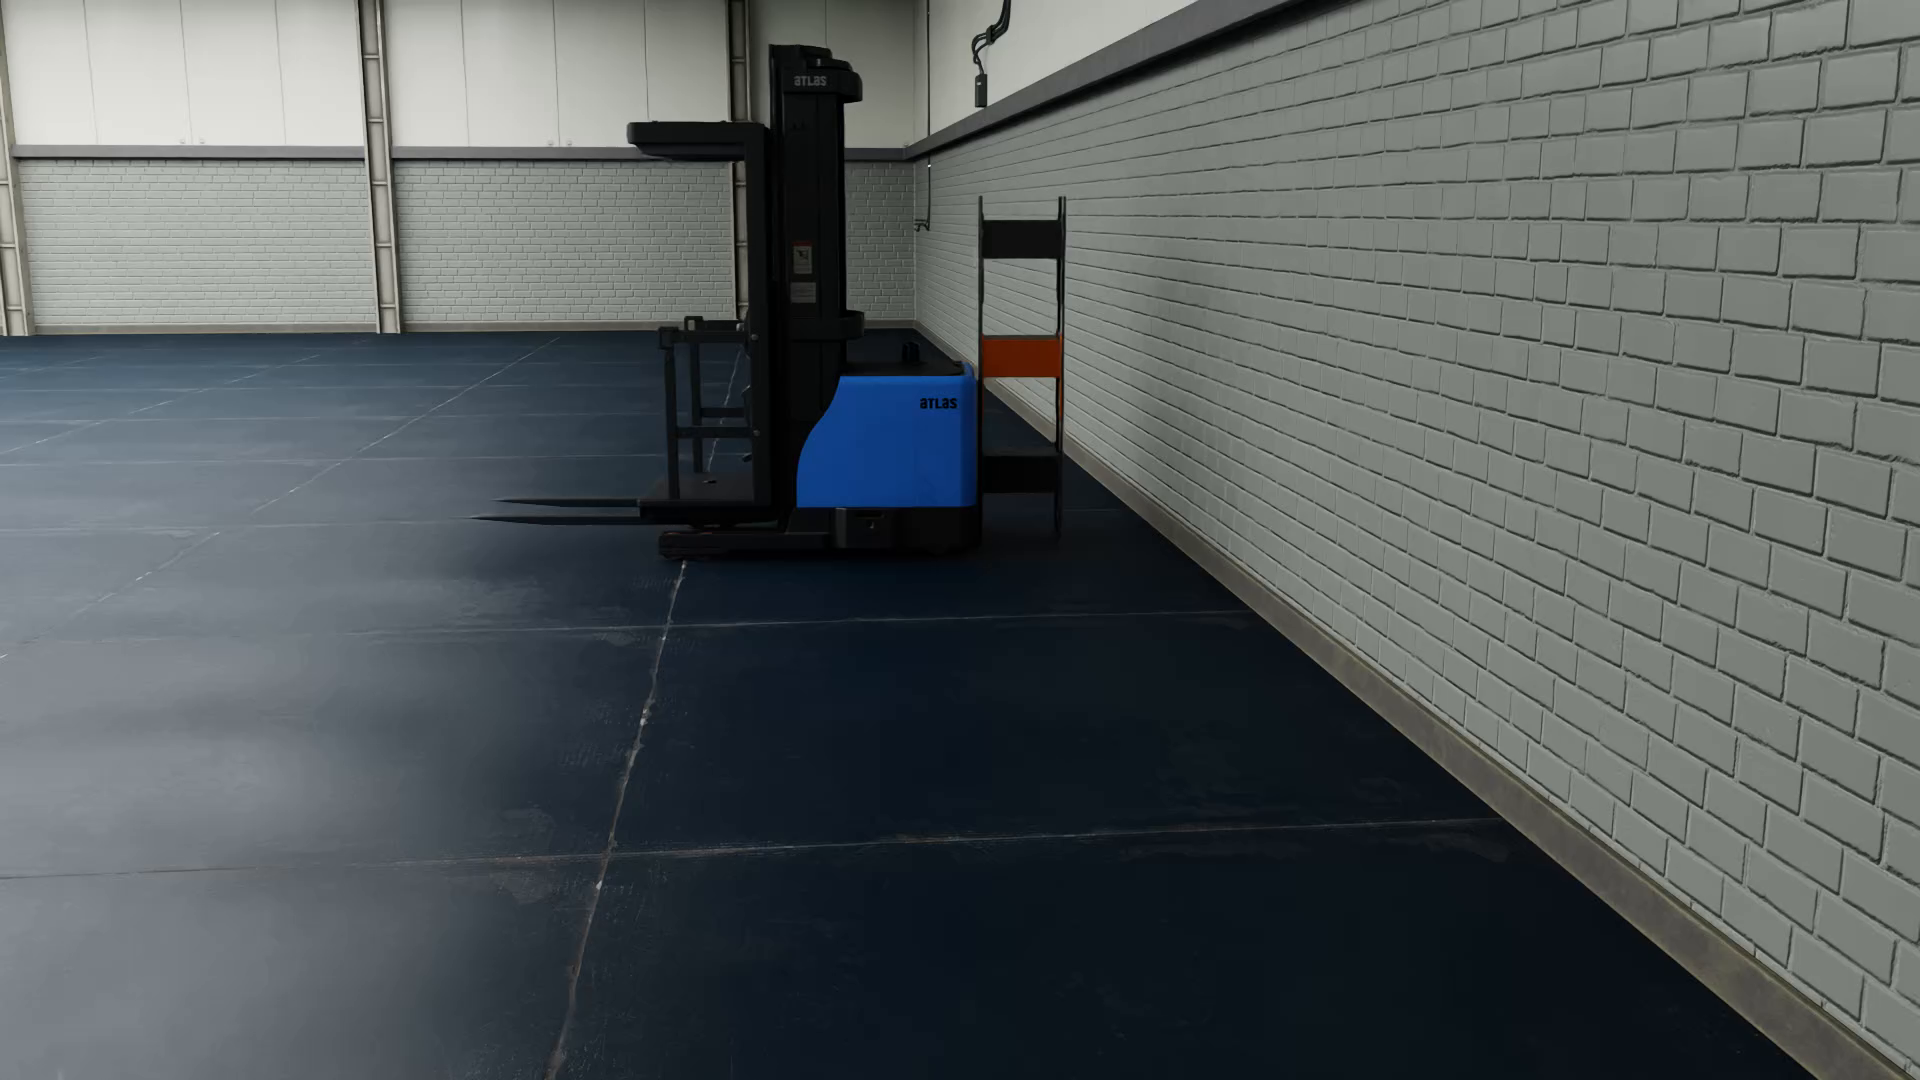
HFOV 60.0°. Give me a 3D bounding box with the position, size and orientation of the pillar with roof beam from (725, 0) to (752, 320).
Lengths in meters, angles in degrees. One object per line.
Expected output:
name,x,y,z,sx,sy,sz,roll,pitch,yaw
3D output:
pillar with roof beam,-3.284,-7.254,23.939,0.400,9.000,9.100,-1,11,-6

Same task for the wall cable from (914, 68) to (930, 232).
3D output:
wall cable,-0.677,-6.364,27.460,0.112,2.526,3.097,-1,11,-6

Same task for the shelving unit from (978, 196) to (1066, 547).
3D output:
shelving unit,0.367,-1.025,10.136,0.503,2.100,0.431,0,11,-1

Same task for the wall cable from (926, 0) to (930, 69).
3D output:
wall cable,-0.385,-8.323,24.334,0.112,2.526,3.097,-1,11,-6

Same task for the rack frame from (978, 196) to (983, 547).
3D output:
rack frame,0.123,-1.024,10.133,0.015,2.100,0.400,0,11,-1

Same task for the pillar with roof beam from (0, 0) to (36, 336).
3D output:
pillar with roof beam,-15.214,-7.004,22.667,0.400,9.000,9.100,-1,11,-6

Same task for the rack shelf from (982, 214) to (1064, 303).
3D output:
rack shelf,0.367,-1.698,10.004,0.480,0.518,0.431,0,11,-1

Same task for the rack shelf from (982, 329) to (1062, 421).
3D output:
rack shelf,0.367,-1.011,10.139,0.480,0.518,0.431,0,11,-1

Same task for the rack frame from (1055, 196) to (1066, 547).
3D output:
rack frame,0.611,-1.025,10.139,0.015,2.100,0.400,0,11,-1

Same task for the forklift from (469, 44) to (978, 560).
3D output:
forklift,-1.412,-1.422,10.001,3.031,2.935,1.130,0,11,-1

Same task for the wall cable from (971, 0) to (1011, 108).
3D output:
wall cable,0.332,-7.735,17.570,0.169,6.003,2.305,-1,11,-6

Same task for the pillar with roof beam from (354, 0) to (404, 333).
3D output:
pillar with roof beam,-9.249,-7.129,23.303,0.400,9.000,9.100,-1,11,-6

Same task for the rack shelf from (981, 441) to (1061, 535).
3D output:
rack shelf,0.367,-0.324,10.274,0.480,0.518,0.431,0,11,-1
